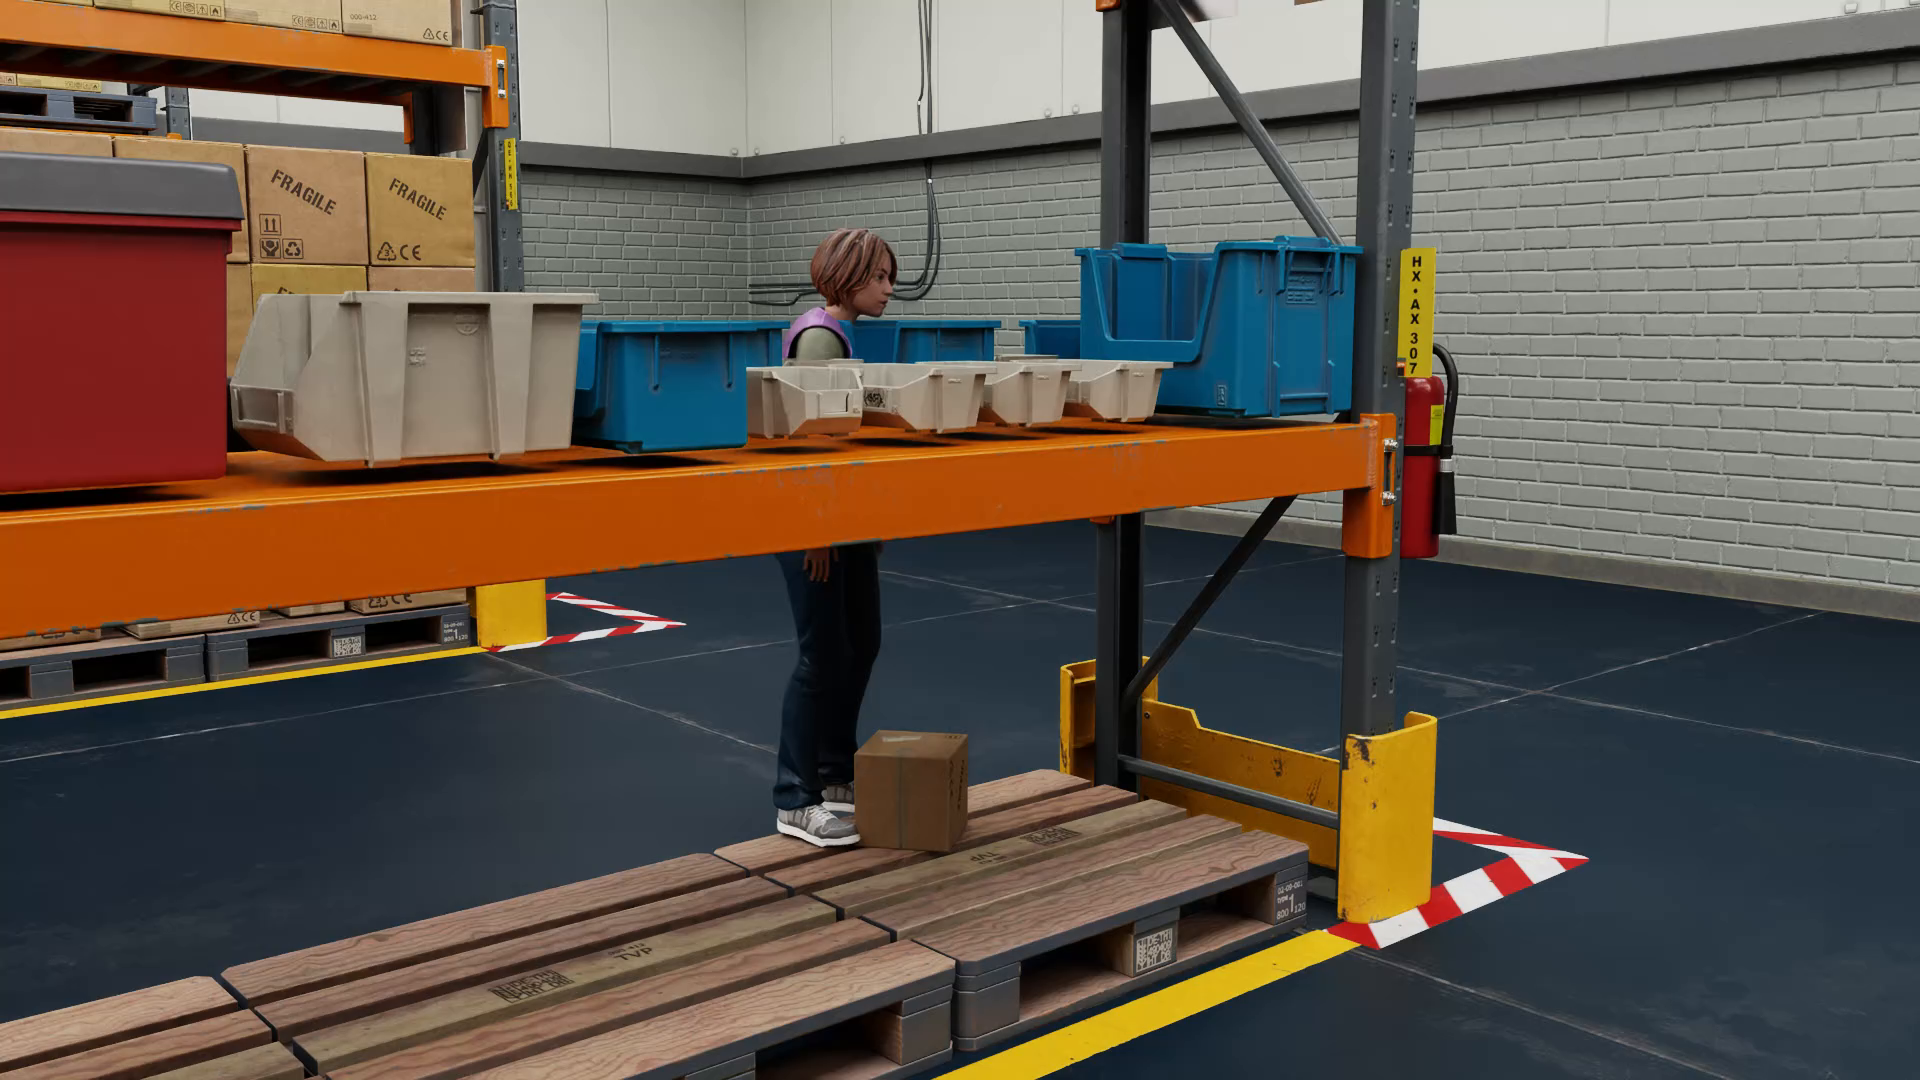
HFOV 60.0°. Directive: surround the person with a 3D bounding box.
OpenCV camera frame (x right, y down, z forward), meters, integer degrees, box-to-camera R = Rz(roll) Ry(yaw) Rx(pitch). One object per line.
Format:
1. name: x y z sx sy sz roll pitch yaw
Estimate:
1. person: -0.342 -0.023 4.435 0.341 1.594 0.486 3 8 18
